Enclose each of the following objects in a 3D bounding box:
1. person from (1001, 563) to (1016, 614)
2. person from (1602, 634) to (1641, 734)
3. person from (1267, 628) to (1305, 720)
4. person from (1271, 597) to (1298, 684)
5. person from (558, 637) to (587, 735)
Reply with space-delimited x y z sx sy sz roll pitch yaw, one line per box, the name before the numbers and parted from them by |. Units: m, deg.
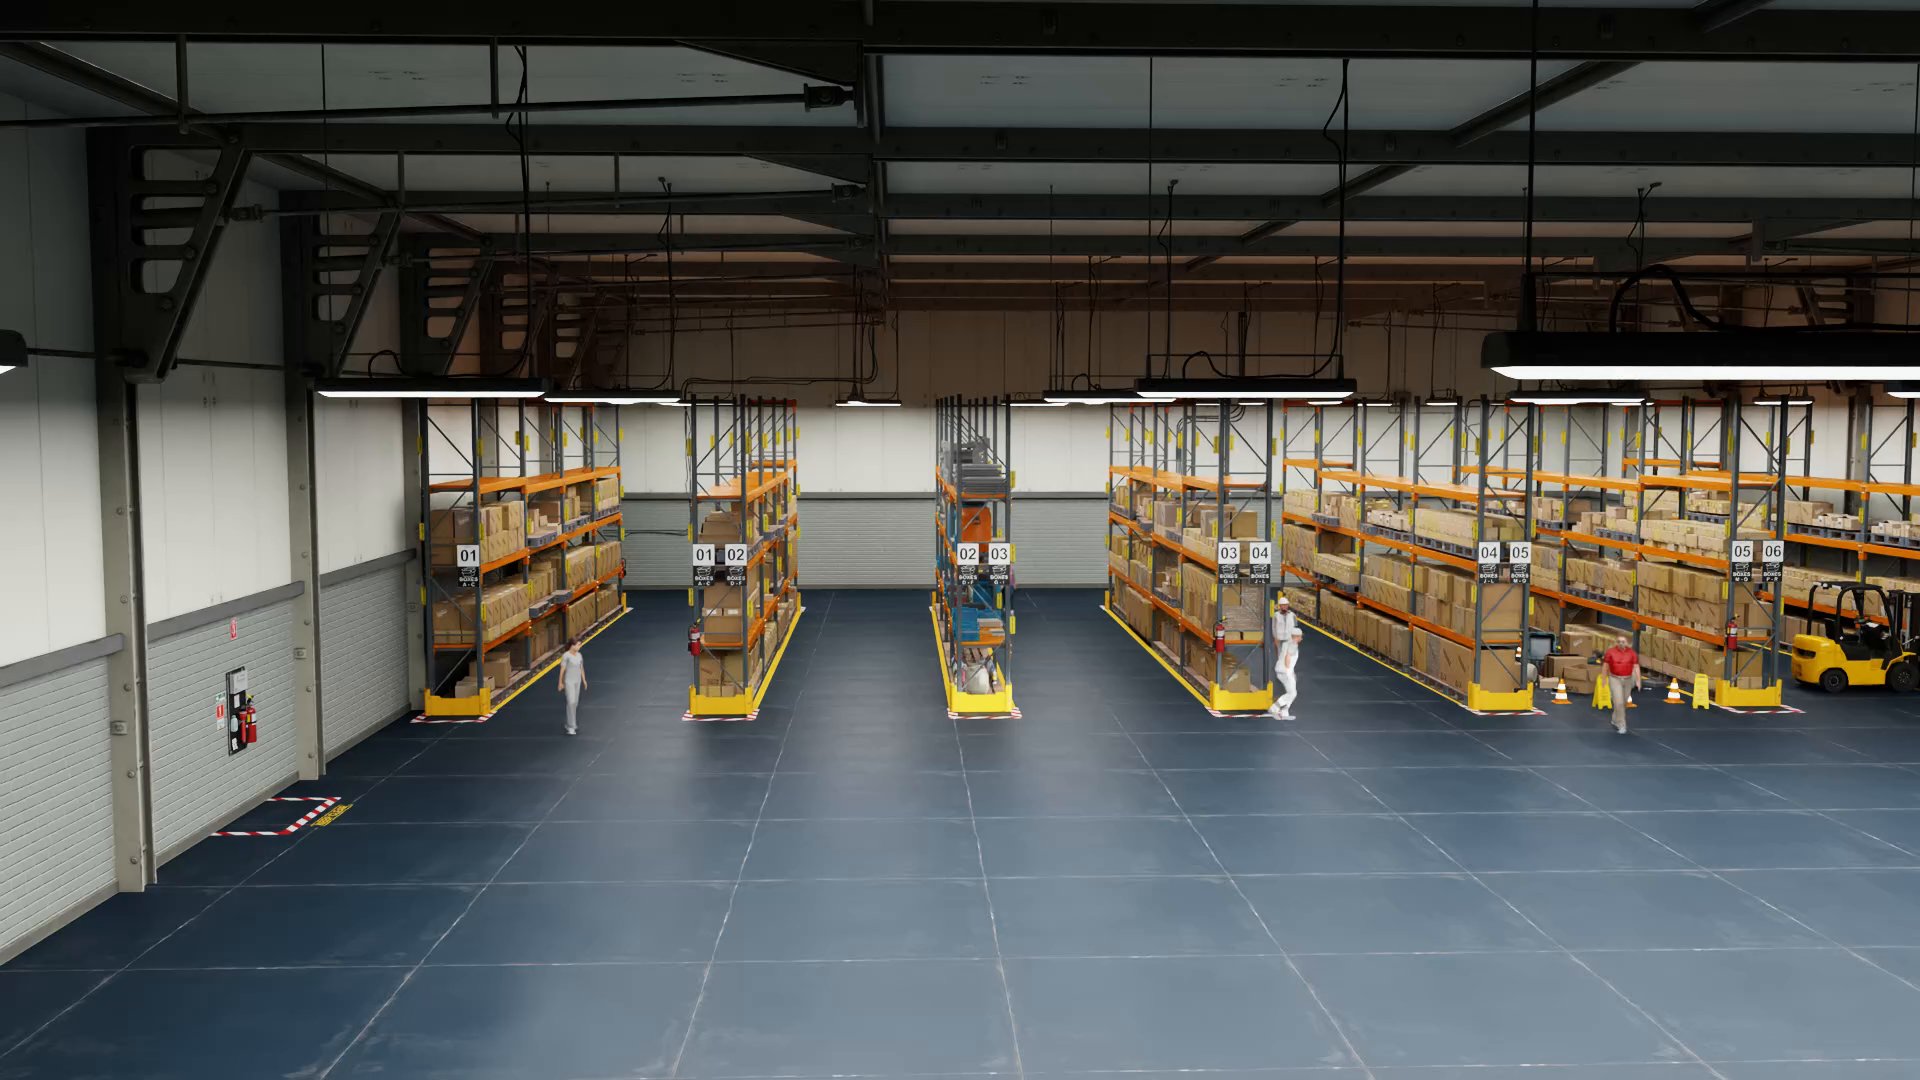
person | 1.350 1.272 46.459 0.469 1.536 0.944 0 5 -4
person | 11.783 2.562 29.633 0.563 1.779 0.701 0 4 -2
person | 6.019 2.475 30.697 0.761 1.685 0.678 -1 5 -7
person | 6.789 2.132 34.794 0.543 1.864 0.481 1 5 9
person | -6.890 2.582 29.571 0.552 1.726 0.538 3 5 31
